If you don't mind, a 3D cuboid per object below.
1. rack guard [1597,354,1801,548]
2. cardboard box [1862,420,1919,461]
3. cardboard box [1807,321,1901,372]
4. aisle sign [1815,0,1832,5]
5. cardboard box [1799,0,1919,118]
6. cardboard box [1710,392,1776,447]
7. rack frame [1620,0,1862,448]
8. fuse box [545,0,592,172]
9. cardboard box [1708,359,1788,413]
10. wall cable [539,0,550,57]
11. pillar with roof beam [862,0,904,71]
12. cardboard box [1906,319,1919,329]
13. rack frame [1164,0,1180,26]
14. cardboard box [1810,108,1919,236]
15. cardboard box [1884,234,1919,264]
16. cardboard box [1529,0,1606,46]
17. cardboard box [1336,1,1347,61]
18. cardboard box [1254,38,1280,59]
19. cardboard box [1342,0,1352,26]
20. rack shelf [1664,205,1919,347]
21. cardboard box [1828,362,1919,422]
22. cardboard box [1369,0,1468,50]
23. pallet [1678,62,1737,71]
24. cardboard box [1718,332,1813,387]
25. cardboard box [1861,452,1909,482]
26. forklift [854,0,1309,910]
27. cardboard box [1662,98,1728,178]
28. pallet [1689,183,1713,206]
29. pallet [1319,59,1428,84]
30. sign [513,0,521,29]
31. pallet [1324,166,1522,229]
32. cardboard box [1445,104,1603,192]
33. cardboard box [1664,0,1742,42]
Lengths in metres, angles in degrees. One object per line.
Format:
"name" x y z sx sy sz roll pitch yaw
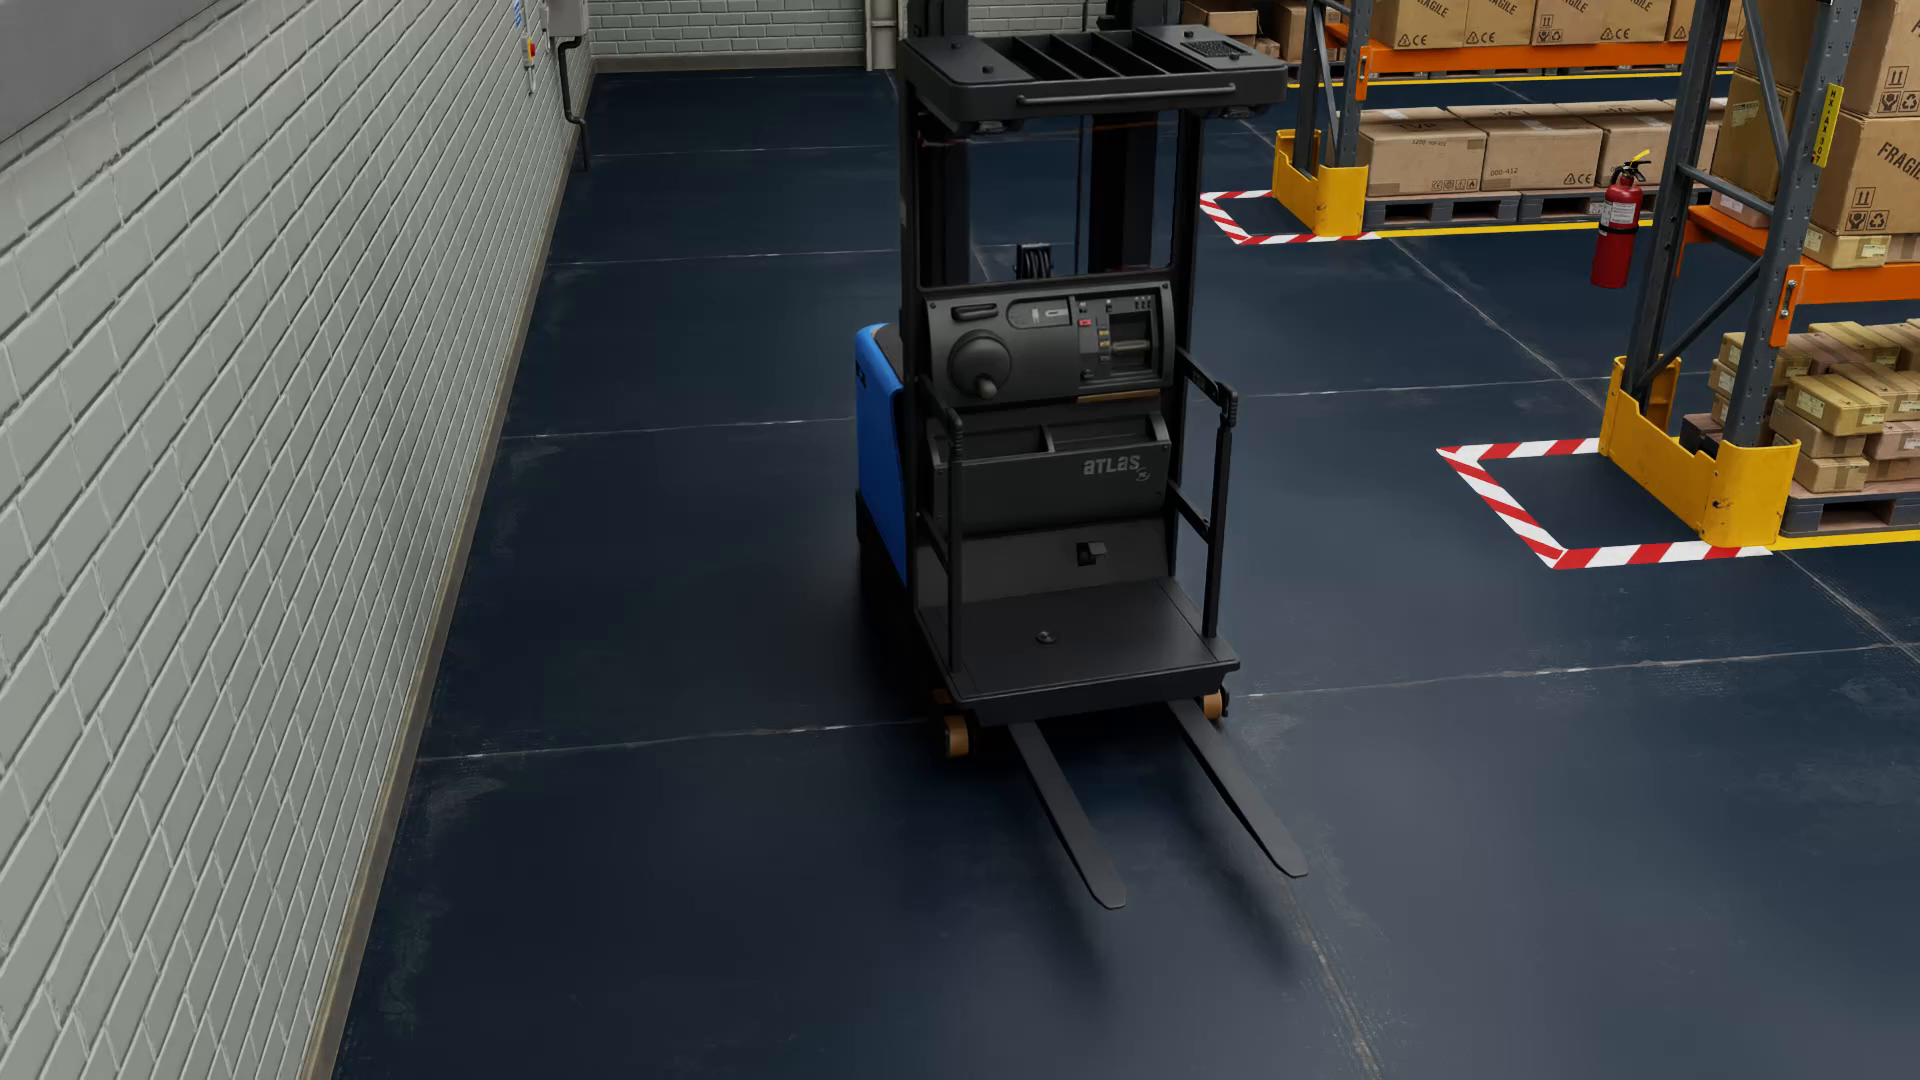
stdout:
"rack guard" 3.562 -0.456 8.091 0.348 0.500 1.175 -4 27 -7
"cardboard box" 4.320 -0.523 7.821 0.250 0.149 0.380 -4 27 -7
"cardboard box" 4.471 -0.959 8.344 0.250 0.149 0.380 -4 27 -8
"aisle sign" 3.456 -2.580 6.644 0.004 0.787 0.394 -4 27 -7
"cardboard box" 3.968 -2.094 7.014 0.500 0.500 0.500 -4 27 -7
"cardboard box" 3.979 -0.610 8.315 0.250 0.149 0.380 -3 27 -6
"rack frame" 3.487 -1.563 7.511 0.127 3.000 1.000 -4 27 -7
"fuse box" -3.032 -3.811 13.303 0.414 1.711 0.539 -4 27 -7
"cardboard box" 3.970 -0.777 8.315 0.250 0.149 0.380 -4 27 -8
"wall cable" -3.092 -4.518 12.157 0.122 1.984 0.588 -4 27 -7
"pillar with roof beam" -0.194 -6.997 11.530 0.400 9.000 9.100 -4 27 -7
"cardboard box" 4.995 -0.989 8.403 0.250 0.149 0.380 -3 27 -5
"rack frame" 2.002 -6.038 16.233 0.127 3.000 1.000 -4 27 -7
"cardboard box" 3.970 -1.644 7.233 0.500 0.500 0.500 -2 27 -5
"cardboard box" 4.100 -1.359 7.388 0.250 0.149 0.380 -3 27 -5
"cardboard box" 4.216 -3.809 11.778 0.500 0.500 0.500 -4 27 -7
"cardboard box" 4.010 -5.134 16.749 0.500 0.500 0.500 -3 27 -6
"cardboard box" 3.047 -4.962 16.798 0.250 0.149 0.380 -5 28 -9
"cardboard box" 3.138 -3.990 12.130 0.500 0.500 0.500 -4 27 -7
"rack shelf" 5.467 -1.371 7.923 4.000 0.370 1.077 -4 27 -7
"cardboard box" 4.309 -0.698 7.836 0.250 0.149 0.380 -3 27 -6
"cardboard box" 3.212 -3.740 11.644 0.500 0.500 0.500 -4 27 -8
"pallet" 7.974 -5.200 17.653 1.213 0.211 1.003 -4 27 -7
"cardboard box" 3.976 -0.895 8.219 0.250 0.149 0.380 -3 27 -7
"cardboard box" 4.298 -0.424 7.954 0.250 0.149 0.380 -4 27 -7
"forklift" 0.392 -0.688 5.880 1.130 2.935 3.031 -7 28 -13
"cardboard box" 6.021 -3.105 12.862 0.875 0.438 0.875 -4 27 -8
"pallet" 5.894 -2.796 12.967 1.213 0.211 1.003 -4 27 -7
"pallet" 4.072 -4.930 17.127 1.213 0.211 1.003 -4 27 -7
"sign" -2.937 -3.520 11.029 0.001 0.218 0.327 -4 27 -7
"pallet" 3.478 -2.640 12.665 1.213 0.211 1.003 -4 27 -7
"cardboard box" 4.242 -2.991 12.640 0.875 0.438 0.875 -3 27 -6
"cardboard box" 5.230 -3.875 11.906 0.500 0.500 0.500 -4 27 -8
